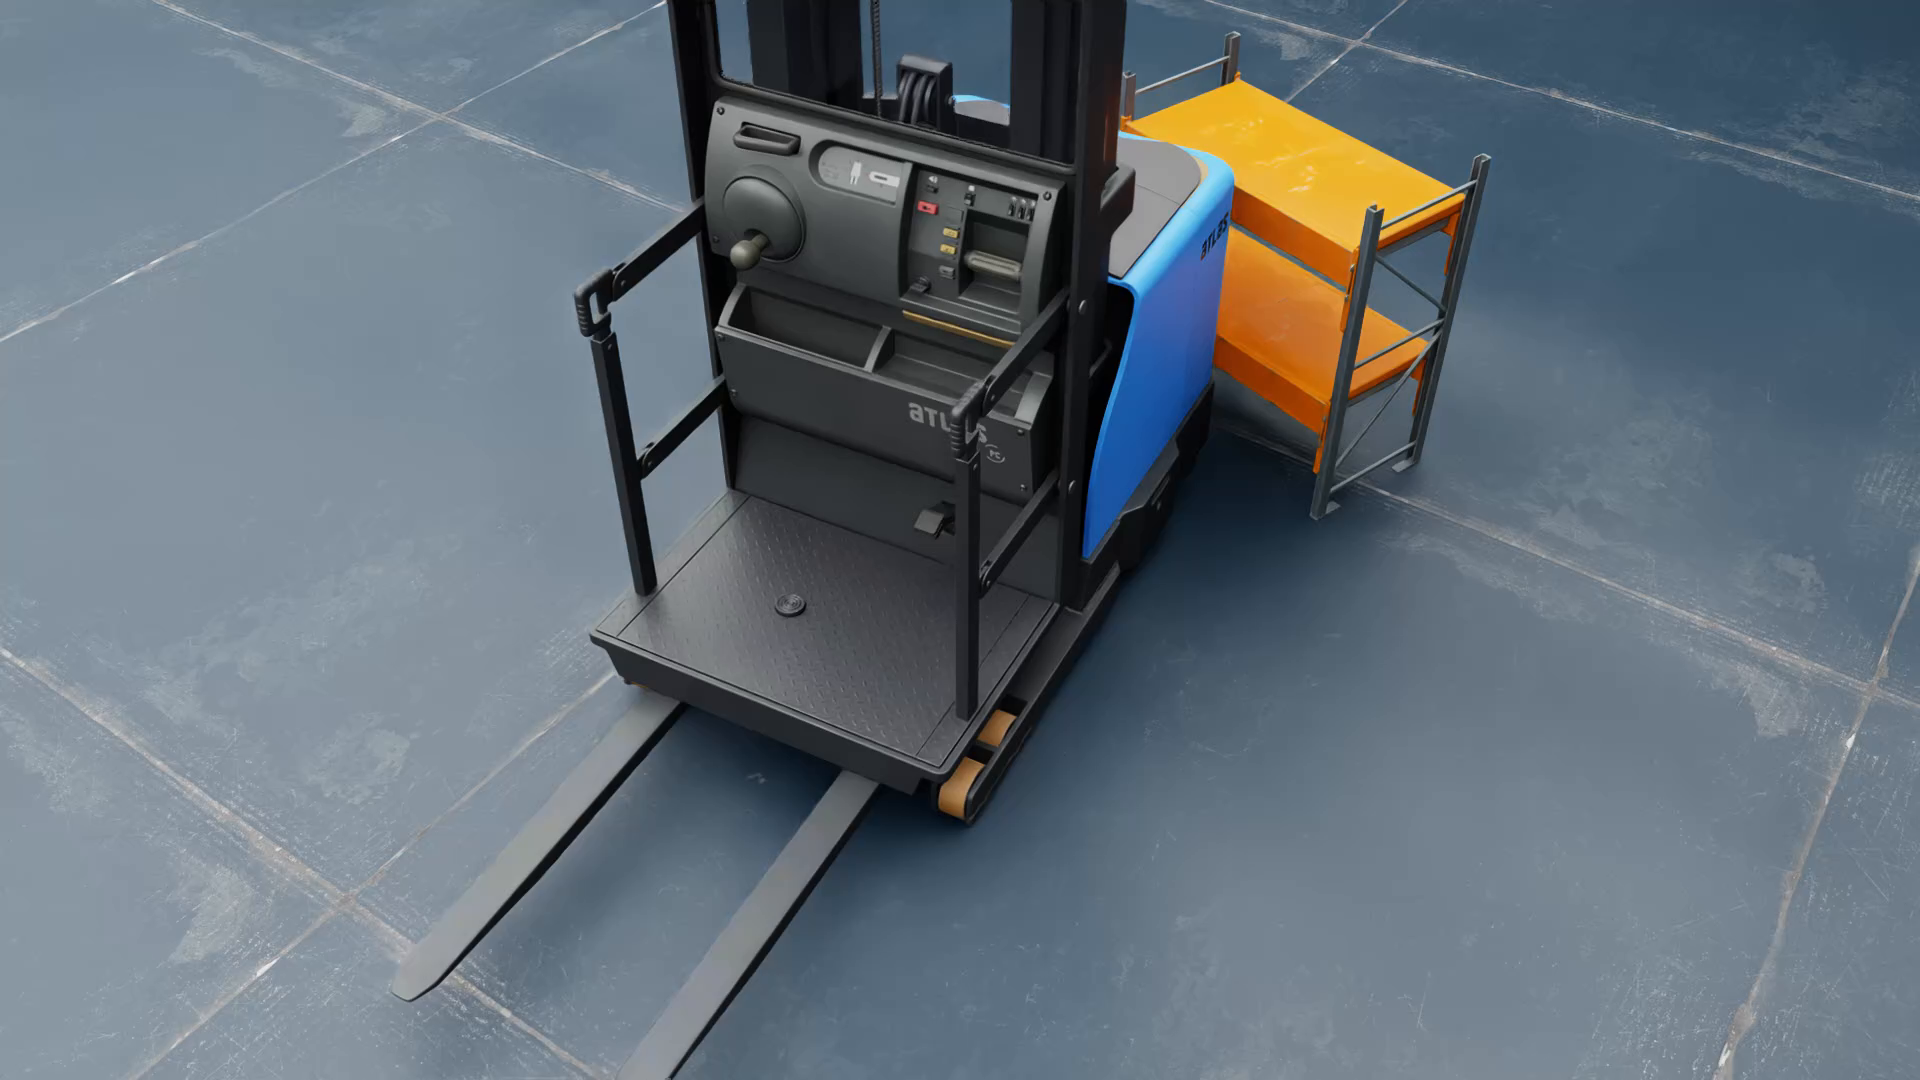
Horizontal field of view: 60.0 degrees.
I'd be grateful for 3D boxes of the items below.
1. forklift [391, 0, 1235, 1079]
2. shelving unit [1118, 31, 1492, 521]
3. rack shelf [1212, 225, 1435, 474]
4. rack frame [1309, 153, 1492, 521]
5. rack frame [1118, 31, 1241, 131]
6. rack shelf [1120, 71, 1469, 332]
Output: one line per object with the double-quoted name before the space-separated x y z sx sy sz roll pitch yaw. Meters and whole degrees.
"forklift" -0.300 -0.695 3.829 1.130 2.935 3.031 19 45 20
"shelving unit" 1.017 -0.859 5.367 0.538 1.125 1.048 -27 48 -27
"rack shelf" 1.017 -0.677 5.530 0.538 0.278 1.000 -27 48 -27
"rack frame" 1.328 -0.591 5.067 0.500 1.125 0.032 -27 48 -27
"rack frame" 0.706 -1.128 5.667 0.500 1.125 0.032 -27 48 -27
"rack shelf" 1.017 -1.077 5.172 0.538 0.278 1.000 -27 48 -27
